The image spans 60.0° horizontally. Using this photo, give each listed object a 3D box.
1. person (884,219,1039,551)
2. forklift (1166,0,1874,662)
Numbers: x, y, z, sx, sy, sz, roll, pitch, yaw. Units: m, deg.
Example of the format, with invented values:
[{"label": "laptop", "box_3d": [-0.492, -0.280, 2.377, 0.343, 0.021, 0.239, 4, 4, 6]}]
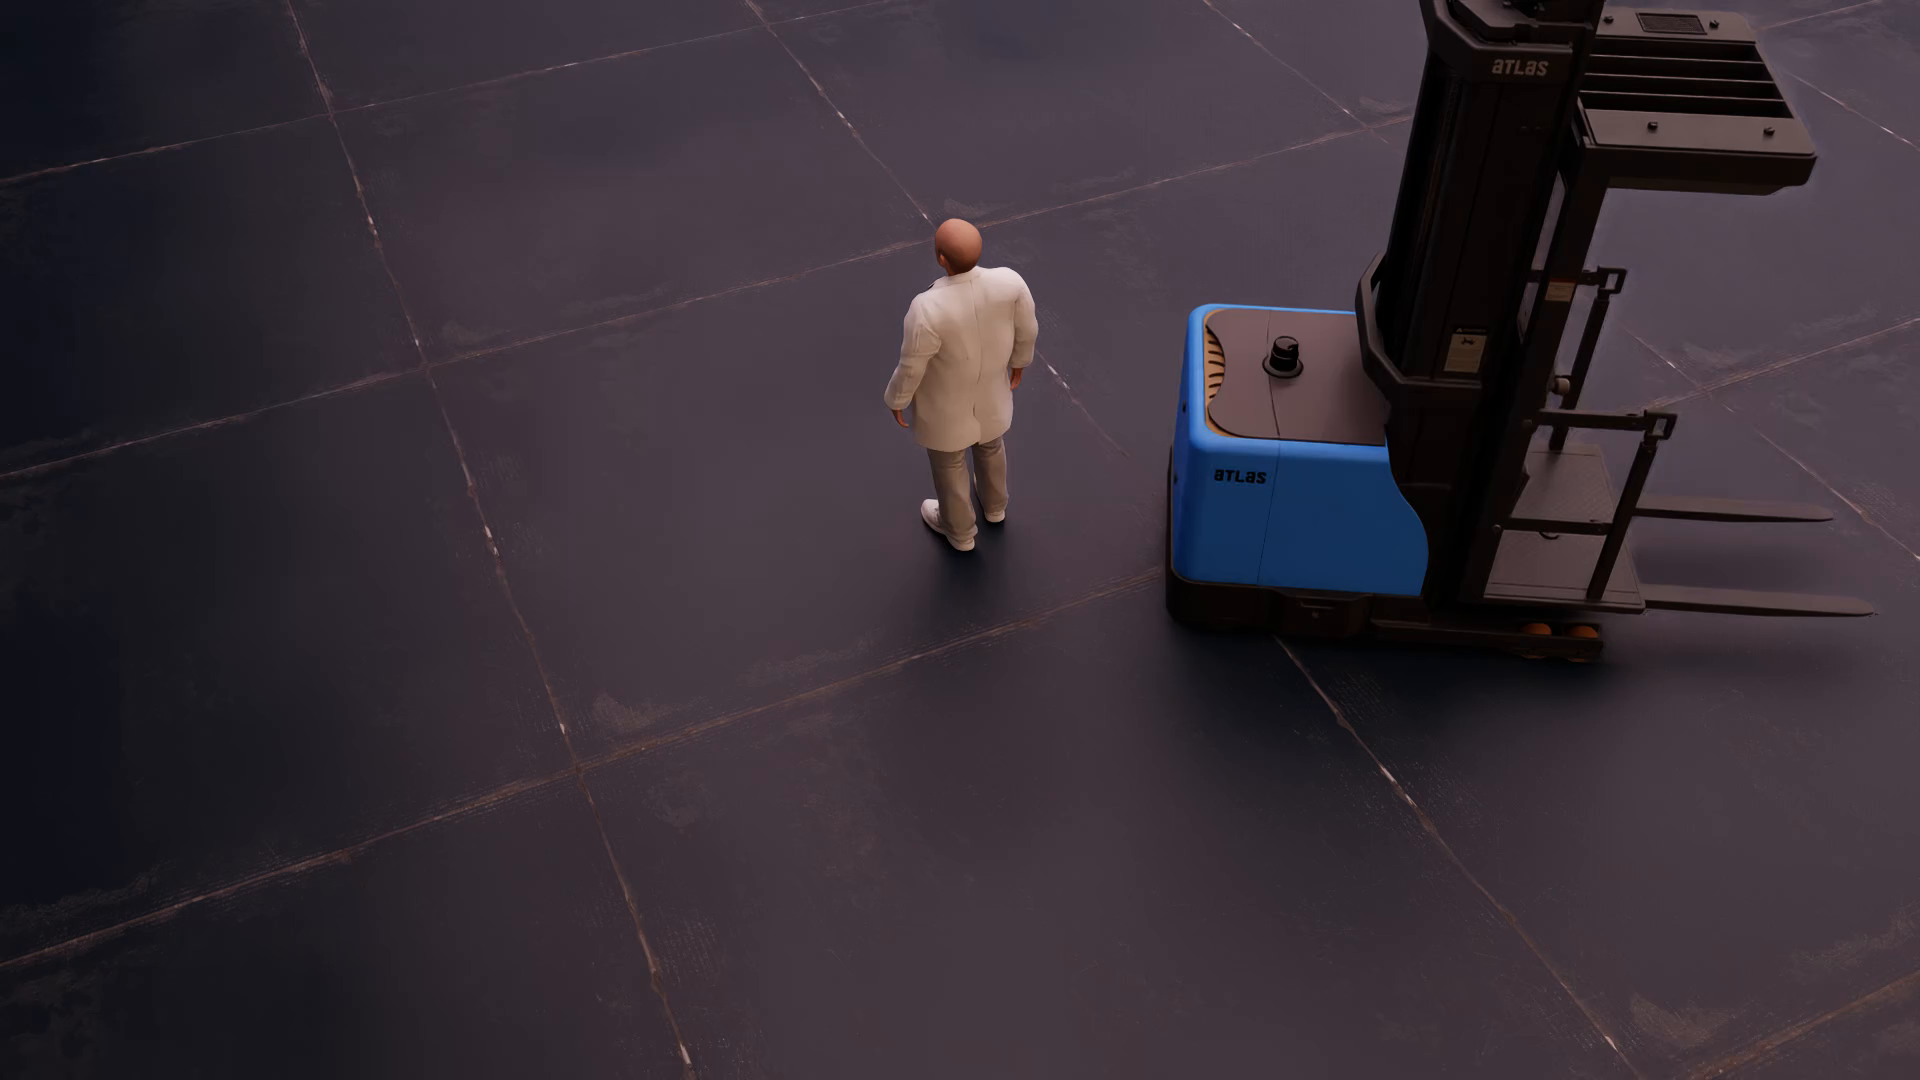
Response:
[{"label": "person", "box_3d": [-0.034, -0.712, 7.279, 0.694, 1.775, 0.581, -18, 46, -18]}, {"label": "forklift", "box_3d": [2.467, -0.920, 6.666, 3.031, 2.935, 1.130, 4, 43, 4]}]
